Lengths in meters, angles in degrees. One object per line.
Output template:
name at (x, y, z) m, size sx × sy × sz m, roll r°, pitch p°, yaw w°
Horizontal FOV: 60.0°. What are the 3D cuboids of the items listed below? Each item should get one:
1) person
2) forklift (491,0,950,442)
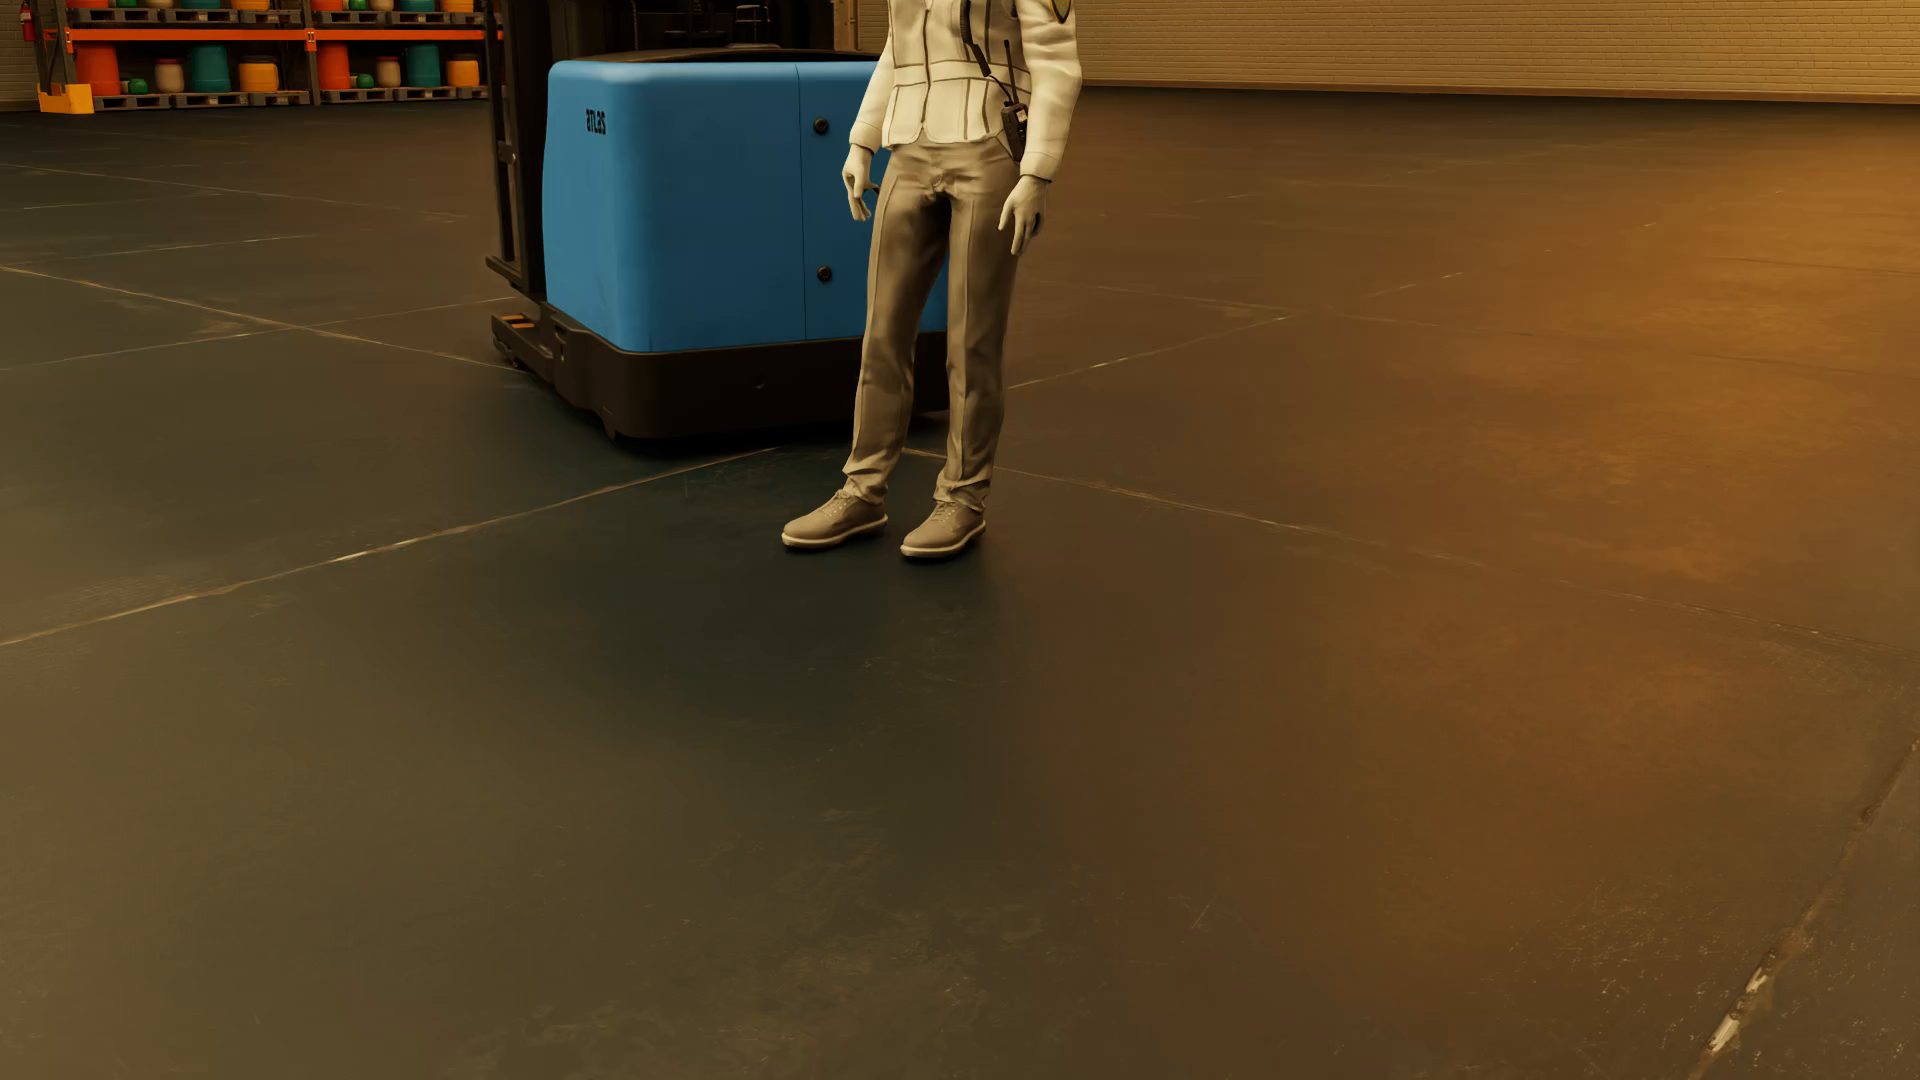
person at (-0.065, -0.782, 3.648) m, size 0.568 × 1.651 × 0.501 m, roll 13°, pitch 21°, yaw 37°
forklift at (-0.847, -1.892, 5.237) m, size 1.129 × 2.867 × 1.939 m, roll -8°, pitch 19°, yaw -24°
